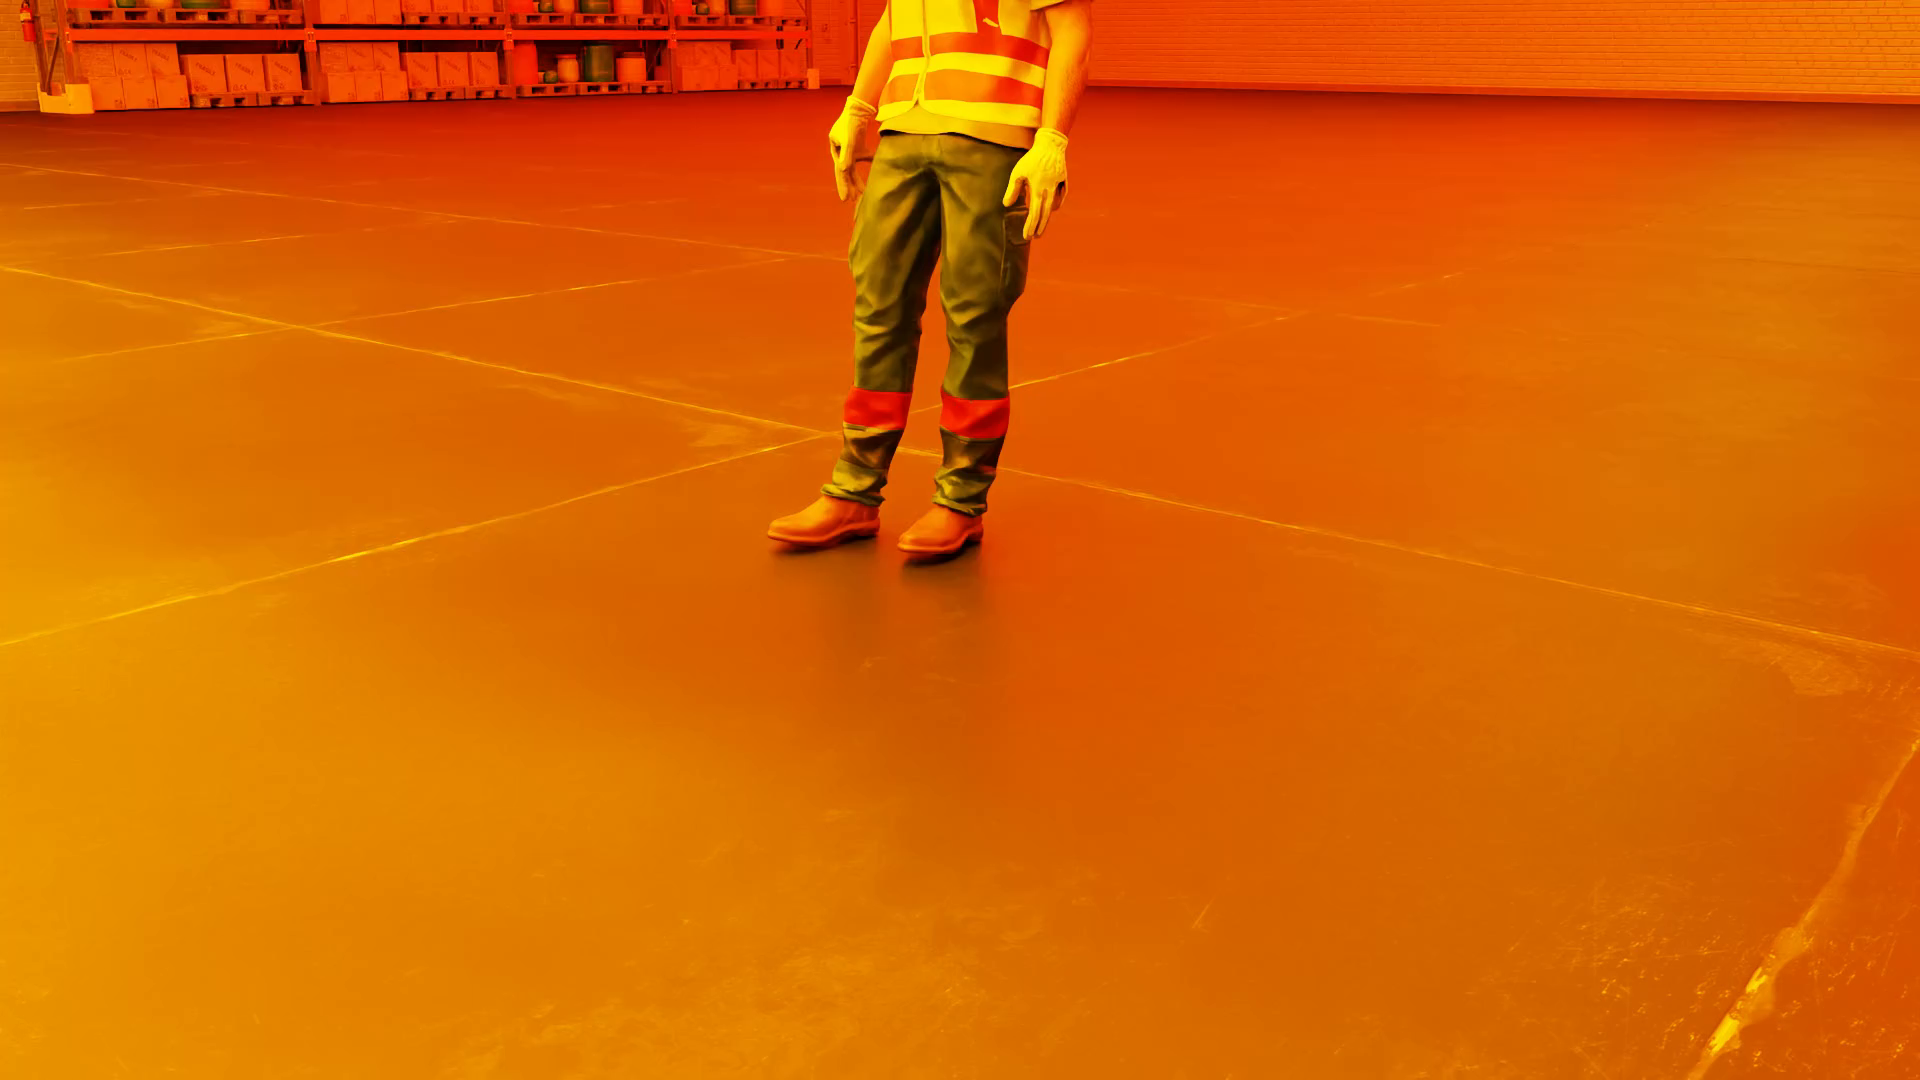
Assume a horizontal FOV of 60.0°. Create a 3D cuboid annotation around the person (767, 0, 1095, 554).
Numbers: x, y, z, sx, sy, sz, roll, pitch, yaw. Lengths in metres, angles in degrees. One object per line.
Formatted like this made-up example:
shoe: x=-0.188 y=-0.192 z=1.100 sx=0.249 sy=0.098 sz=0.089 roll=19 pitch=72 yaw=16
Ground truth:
person: x=-0.060 y=-0.848 z=3.628 sx=0.637 sy=1.787 sz=0.564 roll=13 pitch=21 yaw=37
